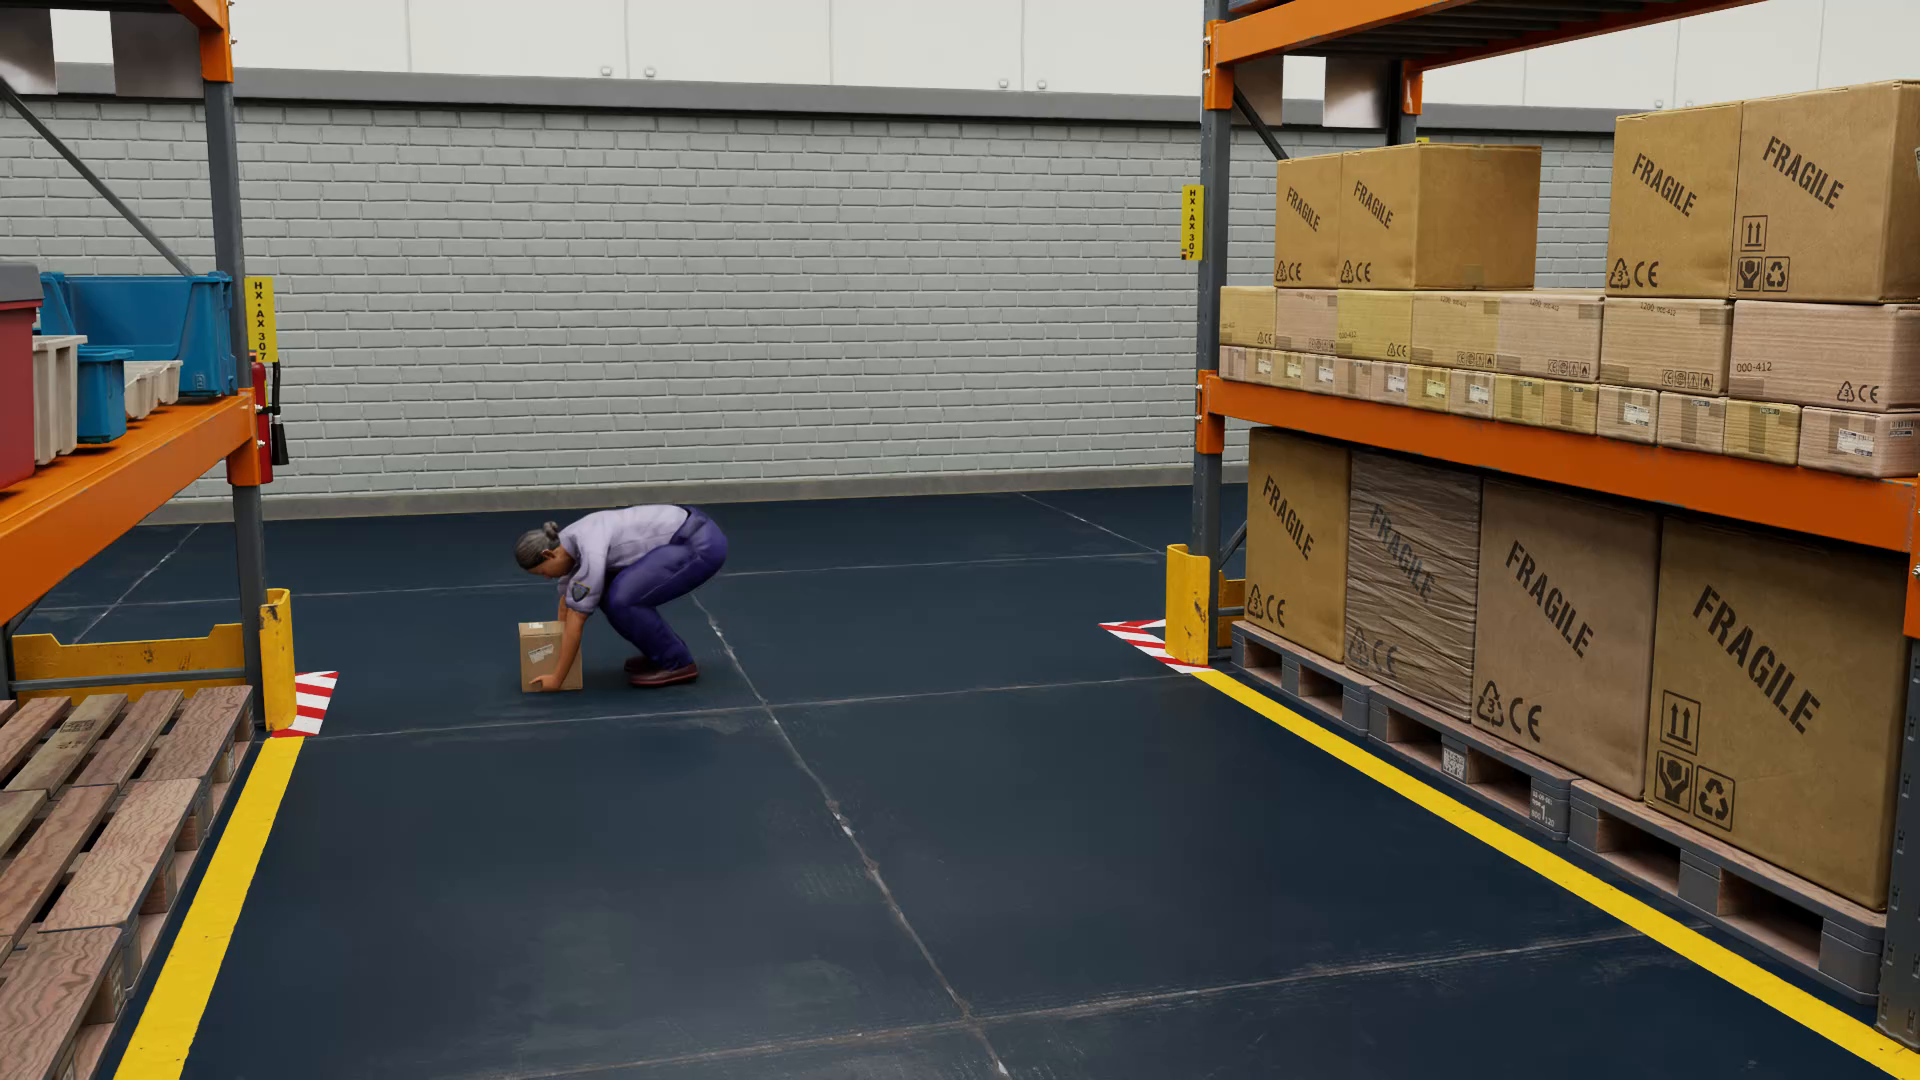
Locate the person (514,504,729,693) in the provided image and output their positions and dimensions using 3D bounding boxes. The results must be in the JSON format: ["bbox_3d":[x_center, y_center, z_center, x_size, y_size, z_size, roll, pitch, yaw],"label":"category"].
[{"bbox_3d":[-1.462,0.244,7.225,0.905,0.773,0.519,-3,10,-18],"label":"person"}]
